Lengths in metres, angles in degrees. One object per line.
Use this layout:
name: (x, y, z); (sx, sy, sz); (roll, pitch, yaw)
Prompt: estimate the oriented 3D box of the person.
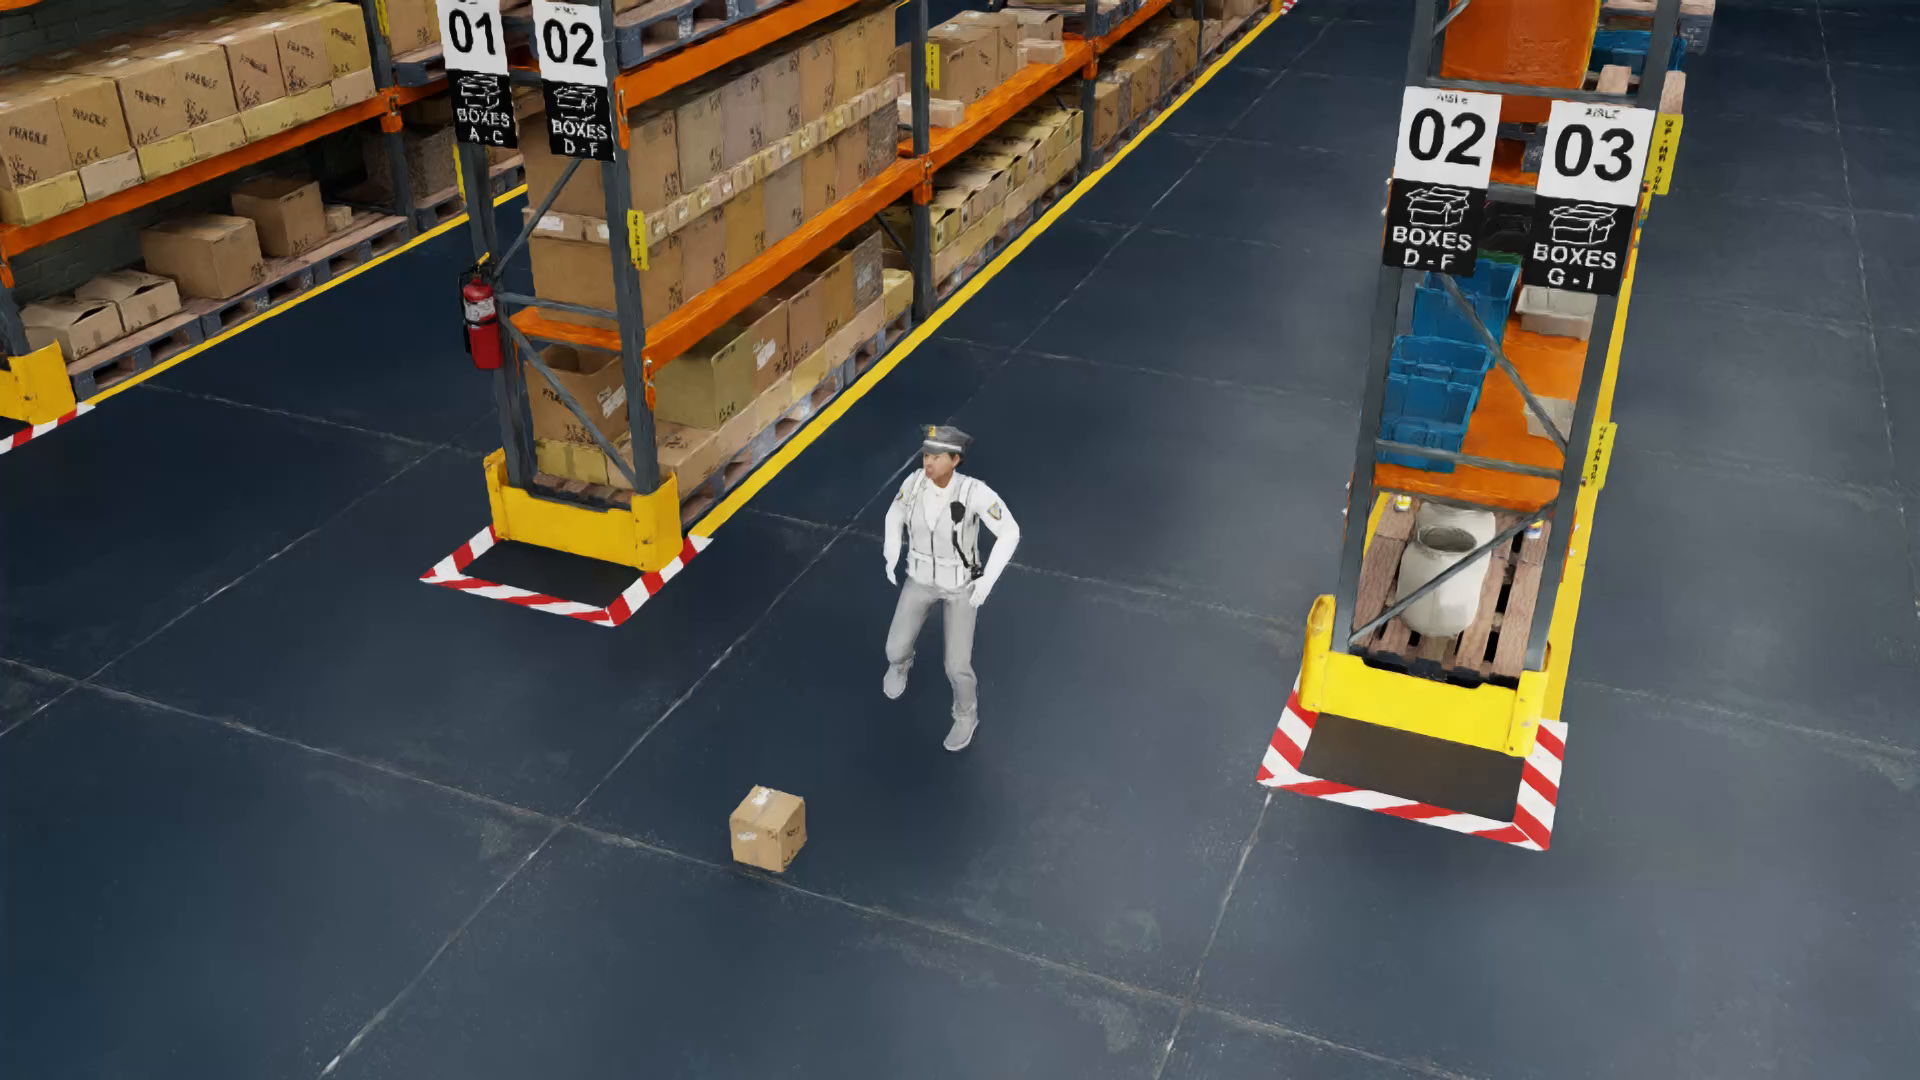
person: (-0.084, 0.203, 8.042); (0.727, 1.670, 0.461); (10, 31, 17)
